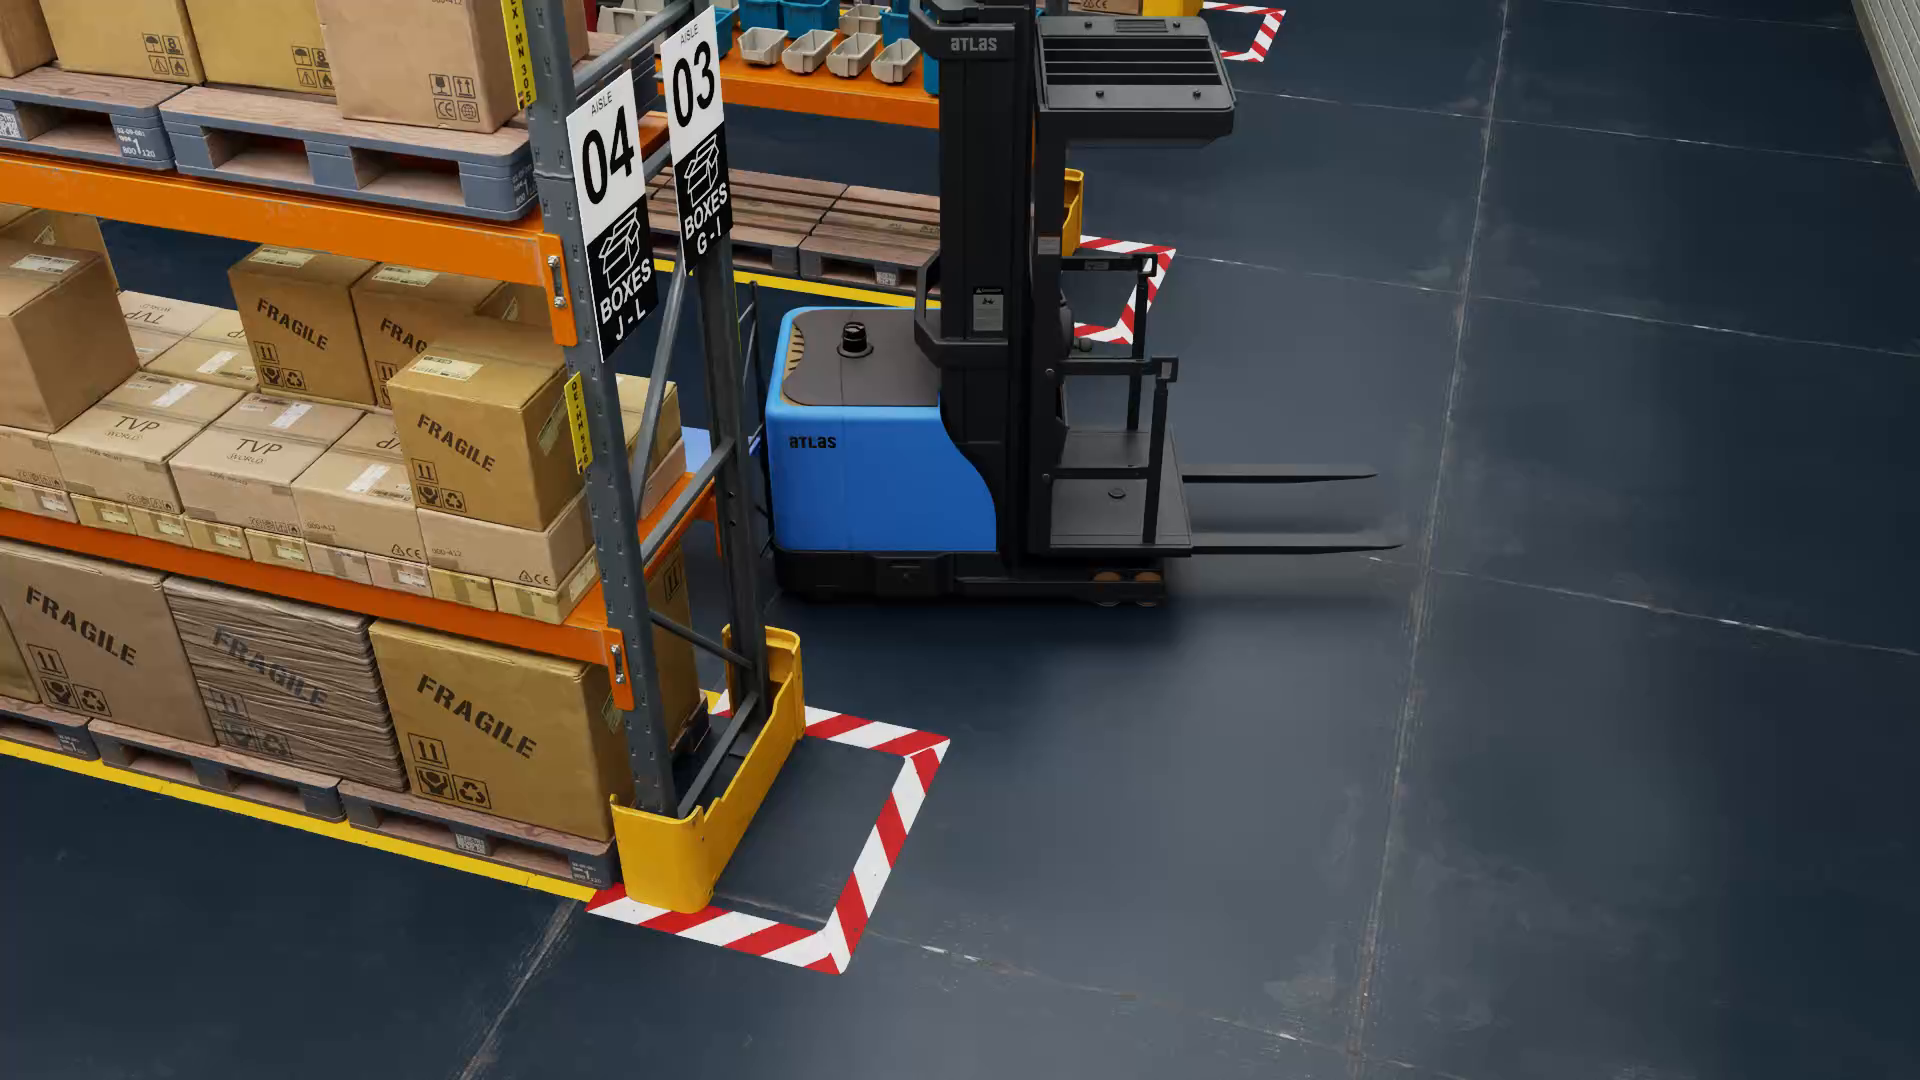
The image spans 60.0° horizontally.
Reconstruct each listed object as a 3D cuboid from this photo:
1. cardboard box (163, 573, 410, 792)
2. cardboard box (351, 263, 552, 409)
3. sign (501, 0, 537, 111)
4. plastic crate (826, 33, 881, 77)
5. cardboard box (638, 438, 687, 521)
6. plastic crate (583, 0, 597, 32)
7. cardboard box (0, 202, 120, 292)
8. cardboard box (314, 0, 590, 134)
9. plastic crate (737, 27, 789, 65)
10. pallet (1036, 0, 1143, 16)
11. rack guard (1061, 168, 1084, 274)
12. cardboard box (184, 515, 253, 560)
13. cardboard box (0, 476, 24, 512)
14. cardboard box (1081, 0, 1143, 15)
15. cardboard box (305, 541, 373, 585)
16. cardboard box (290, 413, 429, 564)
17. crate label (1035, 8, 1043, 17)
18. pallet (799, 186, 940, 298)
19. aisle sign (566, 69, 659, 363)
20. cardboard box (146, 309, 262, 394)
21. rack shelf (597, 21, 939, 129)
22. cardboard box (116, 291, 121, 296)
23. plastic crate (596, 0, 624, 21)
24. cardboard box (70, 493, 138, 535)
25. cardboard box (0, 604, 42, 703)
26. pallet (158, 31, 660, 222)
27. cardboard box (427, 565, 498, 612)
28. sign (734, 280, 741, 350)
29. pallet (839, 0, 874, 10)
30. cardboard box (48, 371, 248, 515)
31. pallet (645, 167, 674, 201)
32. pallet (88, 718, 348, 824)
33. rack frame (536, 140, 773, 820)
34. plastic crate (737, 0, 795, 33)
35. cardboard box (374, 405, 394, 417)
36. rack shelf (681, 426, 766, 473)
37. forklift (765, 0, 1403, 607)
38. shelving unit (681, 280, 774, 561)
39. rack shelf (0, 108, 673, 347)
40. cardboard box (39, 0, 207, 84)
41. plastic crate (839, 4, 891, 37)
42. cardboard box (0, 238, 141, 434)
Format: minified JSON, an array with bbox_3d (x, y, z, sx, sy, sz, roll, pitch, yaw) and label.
[{"bbox_3d":[-2.524,0.348,6.870,0.875,0.875,0.875,10,38,14],"label":"cardboard box"},{"bbox_3d":[-1.875,-0.797,6.231,0.500,0.500,0.500,10,37,13],"label":"cardboard box"},{"bbox_3d":[-1.195,-1.338,4.512,0.005,0.325,0.100,10,38,14],"label":"sign"},{"bbox_3d":[-0.648,-2.931,10.059,0.243,0.136,0.396,10,38,14],"label":"plastic crate"},{"bbox_3d":[-1.261,-0.258,6.467,0.250,0.149,0.380,11,38,14],"label":"cardboard box"},{"bbox_3d":[-2.584,-3.370,10.378,0.583,0.464,0.402,10,38,14],"label":"plastic crate"},{"bbox_3d":[-3.843,-1.157,6.720,0.500,0.500,0.500,11,38,14],"label":"cardboard box"},{"bbox_3d":[-1.533,-1.629,5.065,0.500,0.500,0.700,8,37,11],"label":"cardboard box"},{"bbox_3d":[-1.209,-3.009,10.164,0.250,0.136,0.298,10,38,14],"label":"plastic crate"},{"bbox_3d":[1.103,-4.745,14.704,1.213,0.211,1.003,10,38,14],"label":"pallet"},{"bbox_3d":[0.483,-1.909,10.607,0.348,0.500,1.175,10,38,14],"label":"rack guard"},{"bbox_3d":[-2.681,-0.111,6.267,0.250,0.149,0.380,11,38,14],"label":"cardboard box"},{"bbox_3d":[-3.657,-0.292,6.513,0.250,0.149,0.380,10,38,13],"label":"cardboard box"},{"bbox_3d":[1.345,-4.841,14.220,0.500,0.500,0.500,10,38,14],"label":"cardboard box"},{"bbox_3d":[-2.185,-0.020,6.144,0.250,0.149,0.380,11,38,15],"label":"cardboard box"},{"bbox_3d":[-2.046,-0.195,6.045,0.500,0.250,0.500,10,37,13],"label":"cardboard box"},{"bbox_3d":[0.319,-3.099,10.206,0.303,0.233,0.416,10,38,14],"label":"crate label"},{"bbox_3d":[-0.319,-1.957,10.916,1.213,0.211,1.003,10,38,14],"label":"pallet"},{"bbox_3d":[-1.041,-0.974,5.035,0.004,0.787,0.394,10,38,14],"label":"aisle sign"},{"bbox_3d":[-2.874,-0.675,6.697,0.500,0.250,0.500,10,37,13],"label":"cardboard box"},{"bbox_3d":[-1.452,-2.976,10.555,4.000,0.370,1.077,10,38,14],"label":"rack shelf"},{"bbox_3d":[-3.844,-0.857,6.944,0.500,0.250,0.500,12,38,15],"label":"cardboard box"},{"bbox_3d":[-2.213,-3.487,10.823,0.590,0.125,0.437,10,38,14],"label":"plastic crate"},{"bbox_3d":[-3.167,-0.201,6.389,0.250,0.149,0.380,9,37,13],"label":"cardboard box"},{"bbox_3d":[-4.232,0.032,7.300,0.875,0.875,0.875,10,38,14],"label":"cardboard box"},{"bbox_3d":[-1.732,-1.407,5.361,1.213,0.211,1.003,10,38,14],"label":"pallet"},{"bbox_3d":[-1.707,0.070,6.022,0.250,0.149,0.380,11,38,14],"label":"cardboard box"},{"bbox_3d":[-0.849,-0.803,6.199,0.005,0.325,0.100,10,38,14],"label":"sign"},{"bbox_3d":[-1.226,-5.176,15.290,1.213,0.211,1.003,10,38,14],"label":"pallet"},{"bbox_3d":[-3.030,-0.374,6.289,0.500,0.250,0.500,11,38,14],"label":"cardboard box"},{"bbox_3d":[-2.648,-2.388,11.502,1.213,0.211,1.003,10,38,14],"label":"pallet"},{"bbox_3d":[-2.968,0.699,7.307,1.213,0.211,1.003,10,38,14],"label":"pallet"},{"bbox_3d":[-1.020,-0.110,6.054,0.127,3.000,1.000,10,38,14],"label":"rack frame"},{"bbox_3d":[-1.224,-3.385,10.594,0.300,0.233,0.416,10,38,14],"label":"plastic crate"},{"bbox_3d":[-1.896,-0.495,6.453,0.500,0.250,0.500,10,38,13],"label":"cardboard box"},{"bbox_3d":[-1.482,-0.355,7.956,1.000,0.185,0.538,9,37,12],"label":"rack shelf"},{"bbox_3d":[0.625,-1.178,7.563,3.031,2.935,1.130,0,36,0],"label":"forklift"},{"bbox_3d":[-1.482,-0.500,7.850,1.048,1.500,0.538,9,37,12],"label":"shelving unit"},{"bbox_3d":[-2.929,-1.382,5.858,4.000,0.370,1.077,10,38,14],"label":"rack shelf"},{"bbox_3d":[-2.542,-1.861,5.379,0.500,0.500,0.700,8,37,11],"label":"cardboard box"},{"bbox_3d":[-0.610,-3.284,10.538,0.298,0.136,0.250,10,38,14],"label":"plastic crate"},{"bbox_3d":[-3.492,-0.768,6.191,0.500,0.500,0.500,9,37,12],"label":"cardboard box"}]
